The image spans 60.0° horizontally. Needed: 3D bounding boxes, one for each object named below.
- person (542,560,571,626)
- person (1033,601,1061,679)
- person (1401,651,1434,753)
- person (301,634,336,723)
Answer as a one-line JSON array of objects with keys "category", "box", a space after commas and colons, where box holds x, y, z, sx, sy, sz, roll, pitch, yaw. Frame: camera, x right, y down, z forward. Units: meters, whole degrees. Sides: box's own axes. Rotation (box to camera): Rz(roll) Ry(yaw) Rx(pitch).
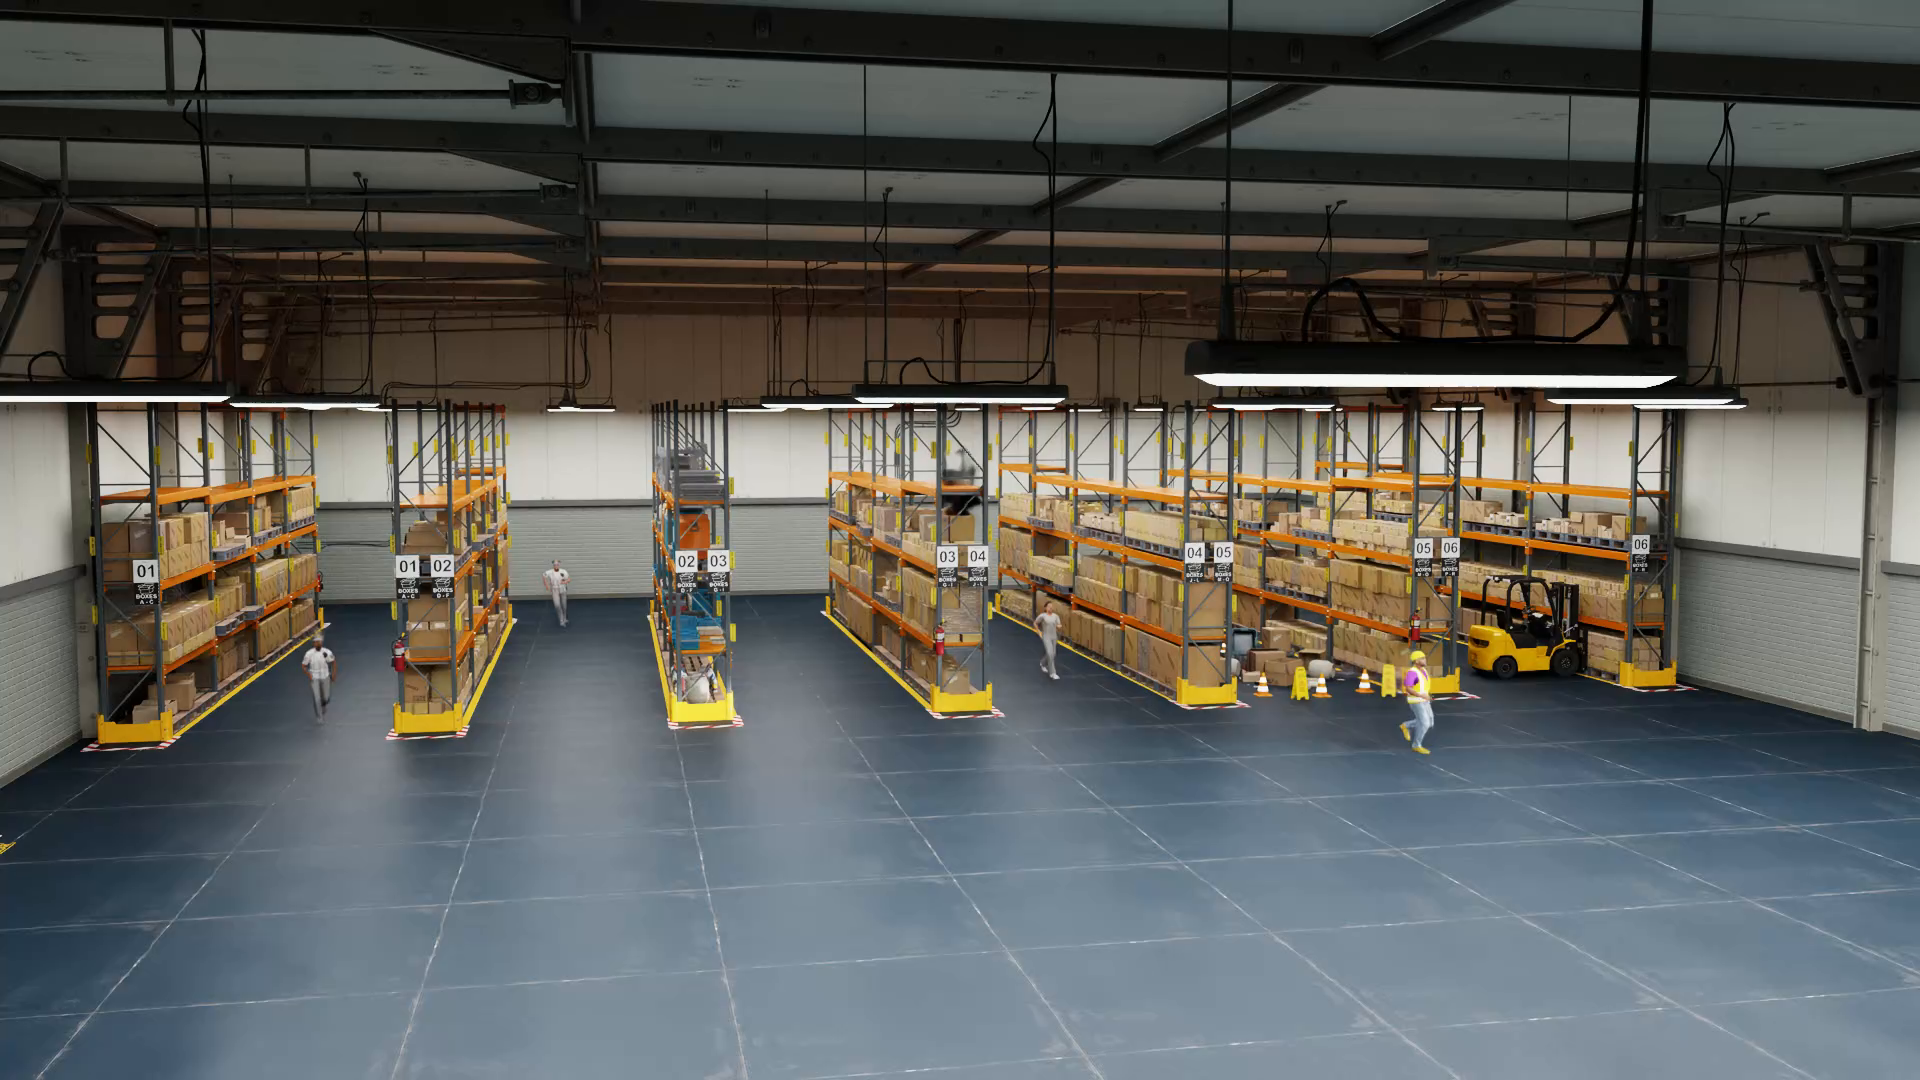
[{"category": "person", "box": [-10.967, 1.436, 45.302, 0.738, 1.820, 0.808, -2, 5, -21]}, {"category": "person", "box": [1.932, 2.144, 36.129, 0.567, 1.648, 0.969, -2, 5, -26]}, {"category": "person", "box": [7.760, 2.741, 28.256, 0.613, 1.727, 0.715, 3, 5, 35]}, {"category": "person", "box": [-11.930, 2.563, 30.960, 0.621, 1.651, 0.593, -2, 5, -28]}]
